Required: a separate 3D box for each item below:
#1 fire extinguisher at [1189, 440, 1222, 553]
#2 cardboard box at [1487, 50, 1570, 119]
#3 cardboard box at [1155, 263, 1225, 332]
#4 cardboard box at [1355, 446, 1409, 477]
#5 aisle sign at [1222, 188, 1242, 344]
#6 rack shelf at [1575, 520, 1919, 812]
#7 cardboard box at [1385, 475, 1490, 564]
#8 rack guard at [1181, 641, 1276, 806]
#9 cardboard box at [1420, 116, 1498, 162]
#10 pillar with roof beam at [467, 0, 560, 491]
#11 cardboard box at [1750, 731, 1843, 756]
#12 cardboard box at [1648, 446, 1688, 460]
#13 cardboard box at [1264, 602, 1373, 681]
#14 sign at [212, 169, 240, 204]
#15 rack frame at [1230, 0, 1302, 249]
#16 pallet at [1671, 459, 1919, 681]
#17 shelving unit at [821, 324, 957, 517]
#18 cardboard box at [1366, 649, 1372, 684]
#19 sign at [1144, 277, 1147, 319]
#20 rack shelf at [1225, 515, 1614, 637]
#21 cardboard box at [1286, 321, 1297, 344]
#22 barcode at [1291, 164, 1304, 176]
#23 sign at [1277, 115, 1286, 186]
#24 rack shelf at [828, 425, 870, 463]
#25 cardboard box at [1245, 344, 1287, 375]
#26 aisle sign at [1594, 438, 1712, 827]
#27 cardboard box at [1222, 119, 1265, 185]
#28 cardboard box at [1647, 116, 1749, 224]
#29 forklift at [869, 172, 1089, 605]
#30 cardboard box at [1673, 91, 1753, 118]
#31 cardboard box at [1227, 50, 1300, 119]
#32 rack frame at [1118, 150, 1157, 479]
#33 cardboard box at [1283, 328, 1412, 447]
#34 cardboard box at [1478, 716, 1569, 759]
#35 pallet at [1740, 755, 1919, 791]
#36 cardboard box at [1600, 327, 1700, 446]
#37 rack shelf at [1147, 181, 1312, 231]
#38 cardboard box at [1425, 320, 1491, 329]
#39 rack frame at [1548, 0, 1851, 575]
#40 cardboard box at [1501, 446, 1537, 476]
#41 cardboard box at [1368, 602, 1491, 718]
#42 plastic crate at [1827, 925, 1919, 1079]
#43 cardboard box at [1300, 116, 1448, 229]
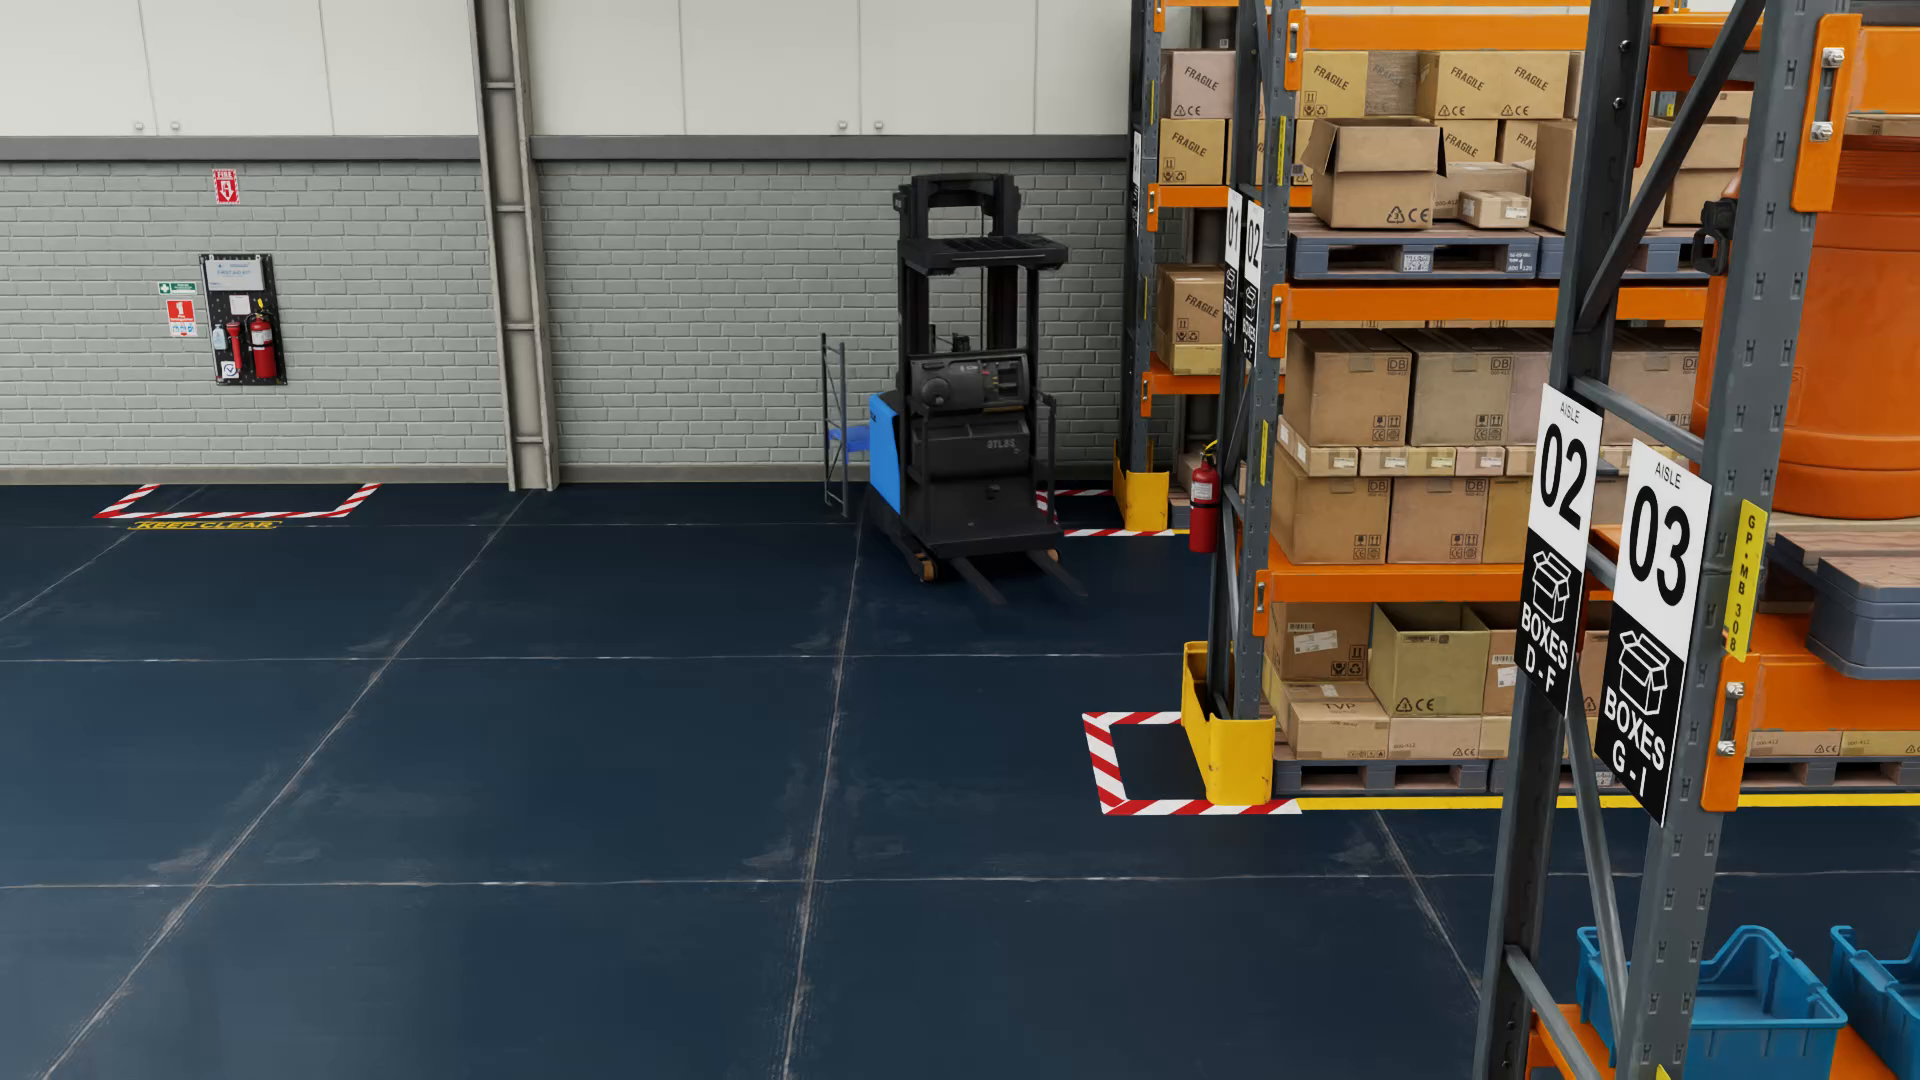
[{"bbox_3d":[1.420,-0.268,9.598,0.183,0.674,0.296,0,18,-1],"label":"fire extinguisher"},{"bbox_3d":[4.415,-3.566,13.009,0.500,0.500,0.500,1,18,2],"label":"cardboard box"},{"bbox_3d":[1.931,-2.038,13.977,0.500,0.500,0.500,0,18,-1],"label":"cardboard box"},{"bbox_3d":[2.205,-0.458,8.839,0.250,0.149,0.380,-1,18,-2],"label":"cardboard box"},{"bbox_3d":[1.475,-1.490,9.027,0.004,0.787,0.394,0,18,-1],"label":"aisle sign"},{"bbox_3d":[3.619,0.254,4.111,4.000,0.370,1.077,0,18,-1],"label":"rack shelf"},{"bbox_3d":[2.537,-0.213,9.138,0.500,0.500,0.700,0,18,1],"label":"cardboard box"},{"bbox_3d":[1.521,1.027,9.527,0.348,0.500,1.175,0,18,-1],"label":"rack guard"},{"bbox_3d":[3.902,-3.090,13.163,0.500,0.500,0.500,-1,18,-3],"label":"cardboard box"},{"bbox_3d":[-3.782,-3.457,9.591,0.400,9.000,9.100,0,18,-1],"label":"pillar with roof beam"},{"bbox_3d":[4.584,0.995,9.348,0.500,0.250,0.500,0,18,-1],"label":"cardboard box"},{"bbox_3d":[3.741,-0.464,8.859,0.250,0.149,0.380,0,18,1],"label":"cardboard box"},{"bbox_3d":[2.077,0.496,9.678,0.500,0.500,0.500,0,18,-1],"label":"cardboard box"},{"bbox_3d":[-6.331,-3.049,14.345,0.199,0.298,0.001,0,18,-1],"label":"sign"},{"bbox_3d":[1.545,-3.020,8.229,0.127,3.000,1.000,0,18,-1],"label":"rack frame"},{"bbox_3d":[2.448,0.037,3.919,1.213,0.211,1.003,0,18,-1],"label":"pallet"},{"bbox_3d":[-0.604,-1.041,14.339,1.048,1.500,0.538,-8,19,-23],"label":"shelving unit"},{"bbox_3d":[2.577,0.847,9.810,0.500,0.250,0.500,0,18,-1],"label":"cardboard box"},{"bbox_3d":[1.472,-1.923,13.213,0.005,0.325,0.100,0,18,-1],"label":"sign"},{"bbox_3d":[3.545,0.170,9.285,4.000,0.370,1.077,0,18,-1],"label":"rack shelf"},{"bbox_3d":[2.440,-1.881,13.486,0.500,0.500,0.500,0,18,-1],"label":"cardboard box"},{"bbox_3d":[1.839,-2.017,9.062,0.075,0.075,0.001,0,18,-1],"label":"barcode"},{"bbox_3d":[1.548,-1.876,8.013,0.005,0.325,0.100,0,18,-1],"label":"sign"},{"bbox_3d":[-0.604,-0.870,14.394,1.000,0.185,0.538,-8,19,-23],"label":"rack shelf"},{"bbox_3d":[2.475,-1.526,13.608,0.500,0.250,0.500,-1,18,-3],"label":"cardboard box"},{"bbox_3d":[1.552,0.202,3.752,0.004,0.787,0.394,0,18,-1],"label":"aisle sign"},{"bbox_3d":[2.339,-3.078,13.126,0.500,0.500,0.500,1,18,3],"label":"cardboard box"},{"bbox_3d":[3.896,-1.957,8.741,0.637,0.503,0.797,2,18,5],"label":"cardboard box"},{"bbox_3d":[0.142,-1.211,12.523,1.130,2.935,3.031,-5,19,-16],"label":"forklift"},{"bbox_3d":[6.011,-3.349,13.316,0.500,0.500,0.500,2,18,7],"label":"cardboard box"},{"bbox_3d":[2.355,-3.552,12.967,0.500,0.500,0.500,0,18,-1],"label":"cardboard box"},{"bbox_3d":[1.463,-1.676,13.862,0.127,3.000,1.000,0,18,-1],"label":"rack frame"},{"bbox_3d":[2.065,-0.827,8.928,0.500,0.500,0.700,0,18,-1],"label":"cardboard box"},{"bbox_3d":[3.085,1.006,9.316,0.500,0.250,0.500,0,18,-1],"label":"cardboard box"},{"bbox_3d":[4.749,1.136,9.659,1.213,0.211,1.003,0,18,-1],"label":"pallet"},{"bbox_3d":[3.596,-0.836,8.957,0.500,0.500,0.700,0,18,-1],"label":"cardboard box"},{"bbox_3d":[3.463,-2.771,13.544,4.000,0.370,1.077,0,18,-1],"label":"rack shelf"},{"bbox_3d":[3.992,-1.891,13.515,0.500,0.500,0.500,-1,18,-2],"label":"cardboard box"},{"bbox_3d":[1.620,-1.507,3.513,0.127,3.000,1.000,0,18,-1],"label":"rack frame"},{"bbox_3d":[2.973,-0.461,8.849,0.250,0.149,0.380,-1,18,-3],"label":"cardboard box"},{"bbox_3d":[2.585,0.651,9.192,0.500,0.500,0.500,0,18,-1],"label":"cardboard box"},{"bbox_3d":[2.765,1.325,4.749,0.408,0.251,0.499,0,18,-1],"label":"plastic crate"},{"bbox_3d":[2.120,-1.909,8.591,0.637,0.503,0.797,1,18,3],"label":"cardboard box"}]
